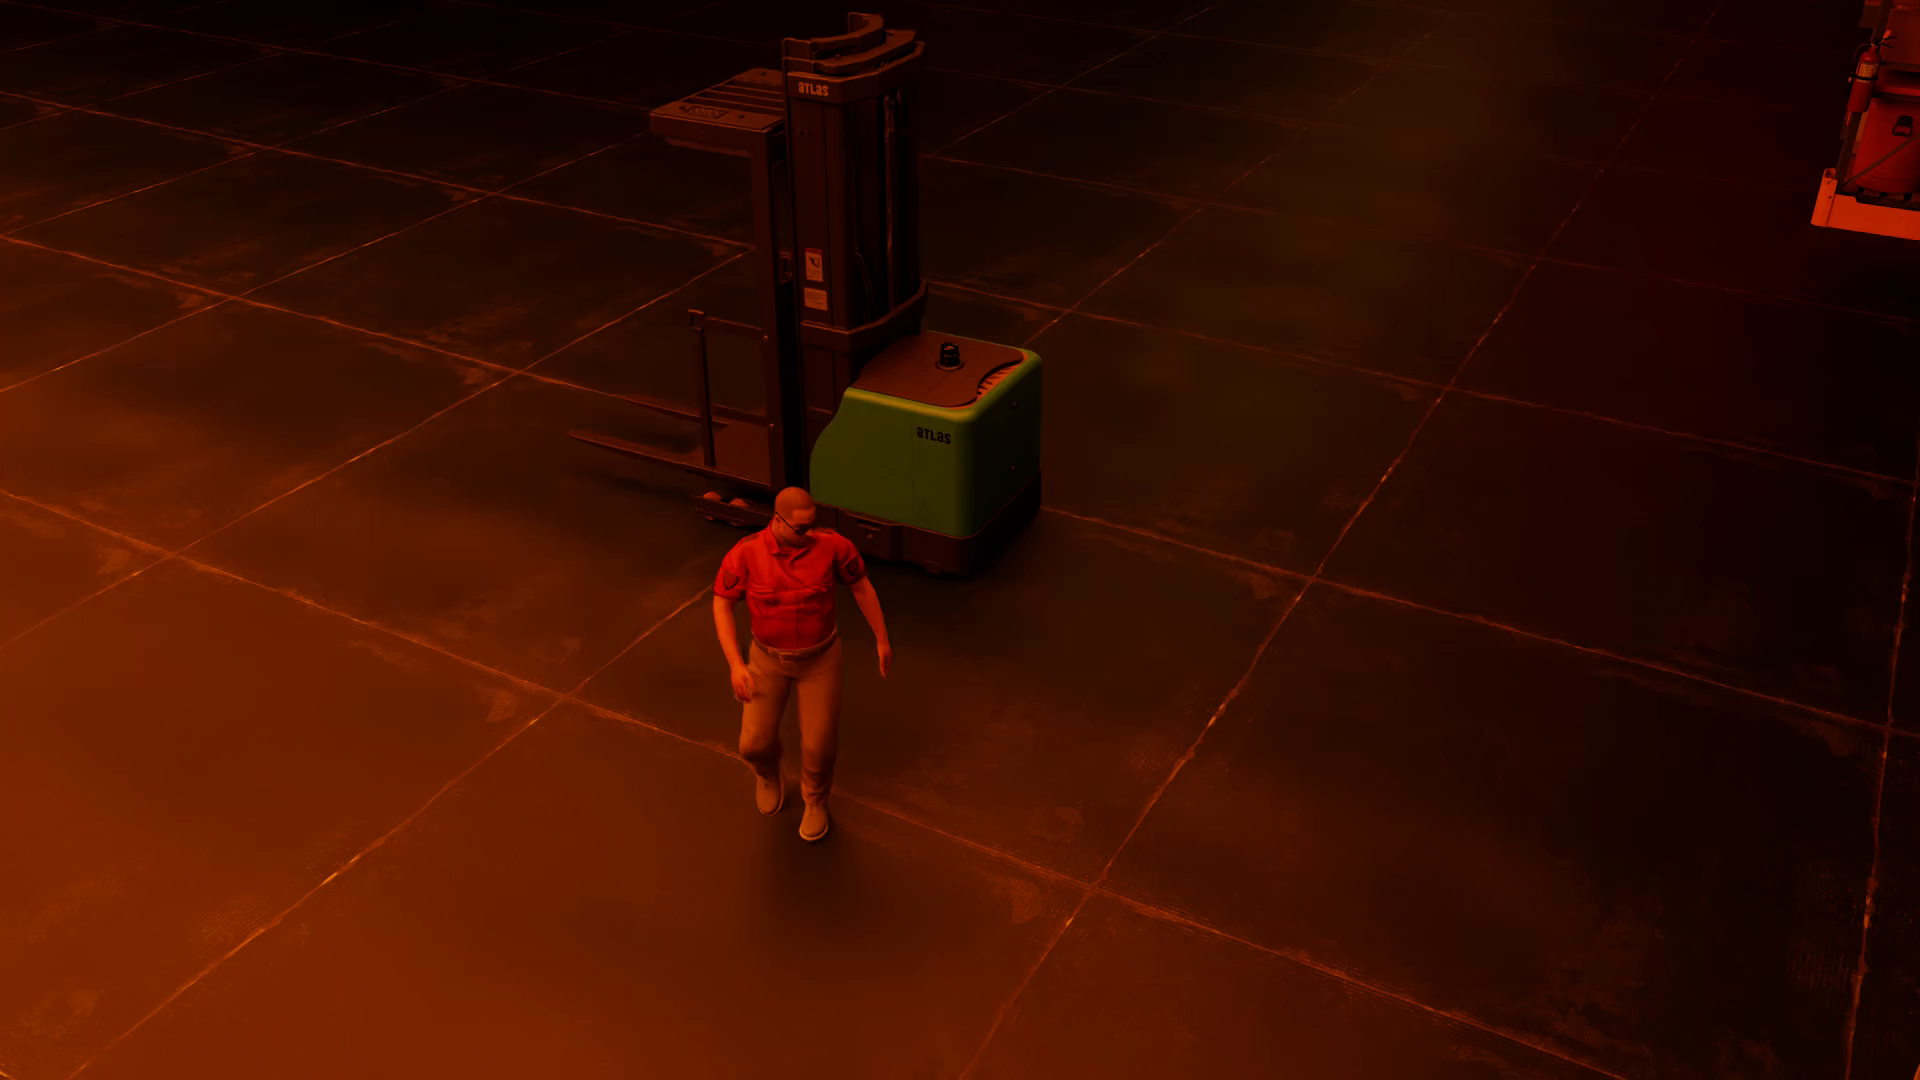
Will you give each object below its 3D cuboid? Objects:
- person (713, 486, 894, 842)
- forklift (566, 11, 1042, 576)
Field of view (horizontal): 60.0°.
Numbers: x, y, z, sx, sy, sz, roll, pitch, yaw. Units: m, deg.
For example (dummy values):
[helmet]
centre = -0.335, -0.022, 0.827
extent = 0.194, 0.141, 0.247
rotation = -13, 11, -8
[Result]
[person]
centre = -0.686, 0.548, 7.379
extent = 0.779, 1.707, 0.492
rotation = 1, 30, 1
[forklift]
centre = -1.052, -1.569, 9.789
extent = 3.031, 2.935, 1.130
rotation = 14, 33, 23
